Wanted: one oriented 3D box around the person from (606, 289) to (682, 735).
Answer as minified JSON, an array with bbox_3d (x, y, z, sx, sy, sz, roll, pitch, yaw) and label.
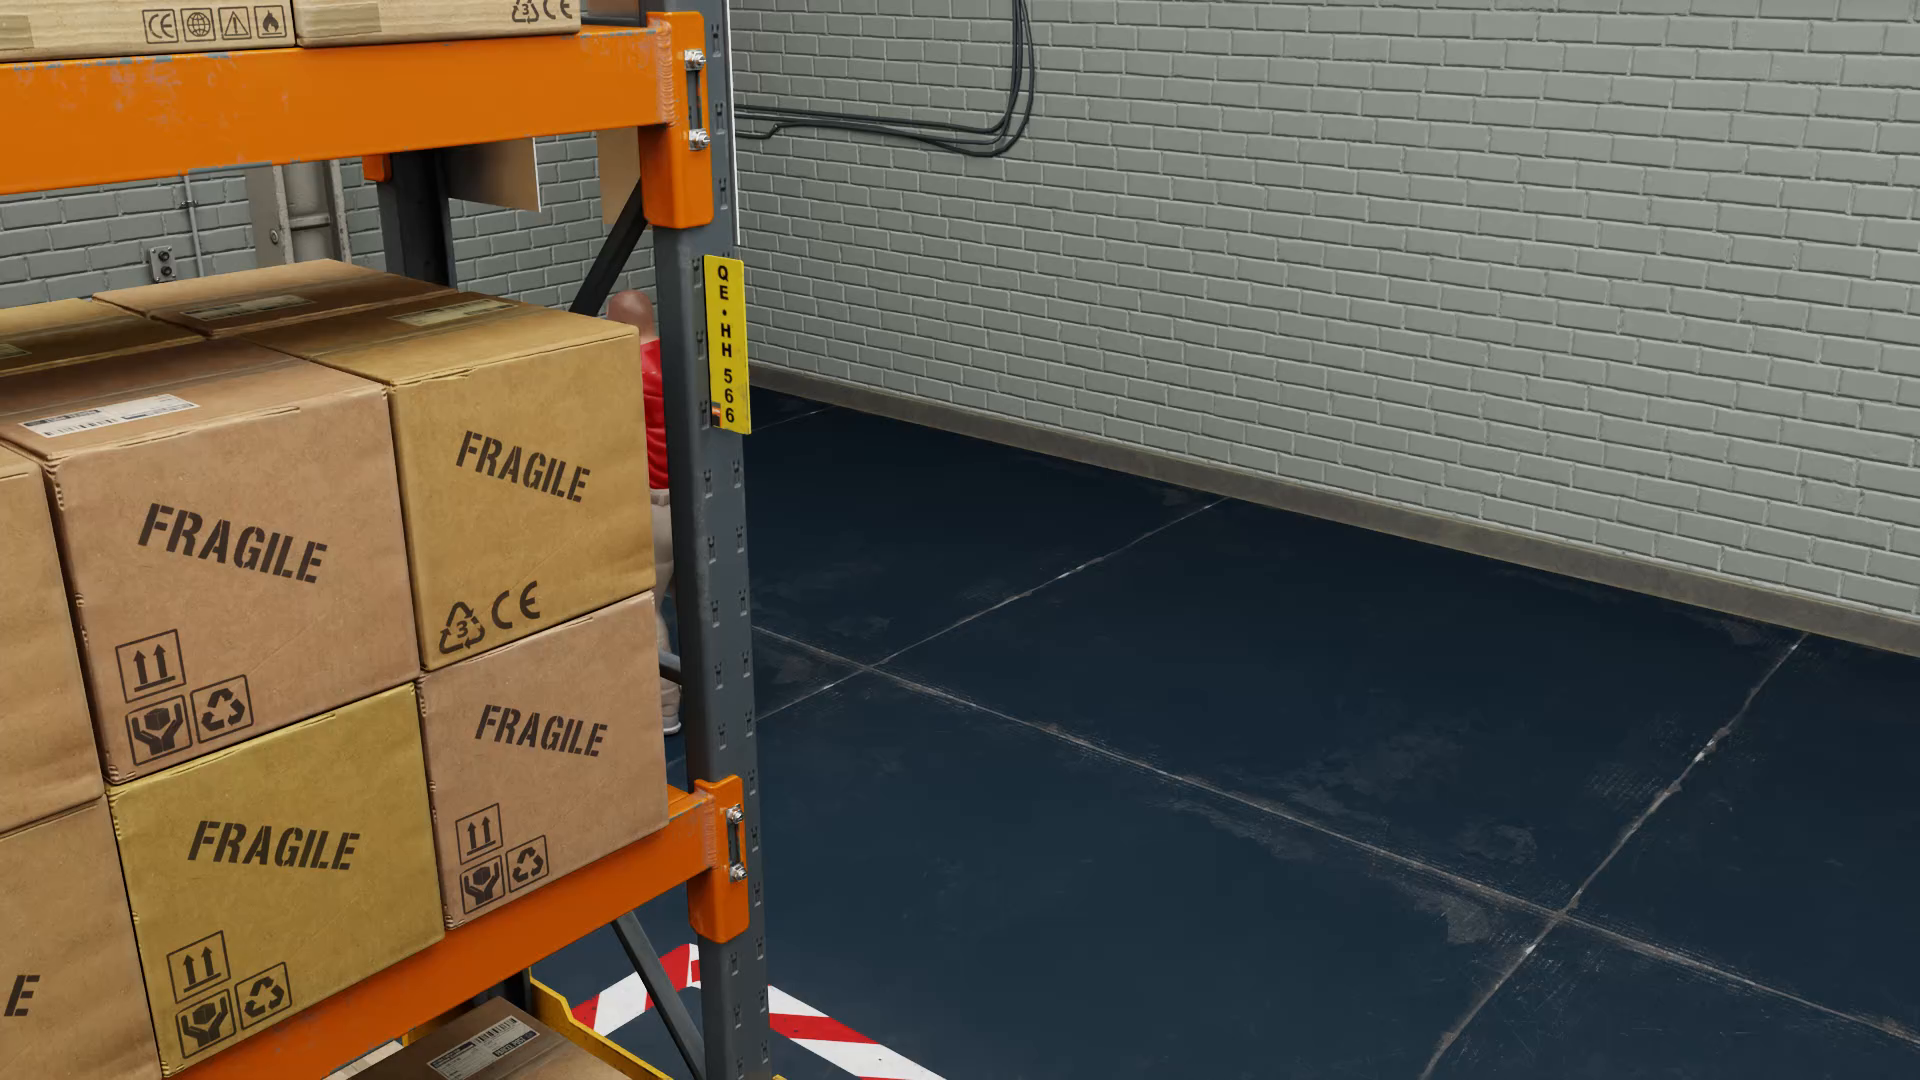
[{"bbox_3d":[-1.148,-0.103,6.379,0.393,1.725,0.594,14,24,34],"label":"person"}]
